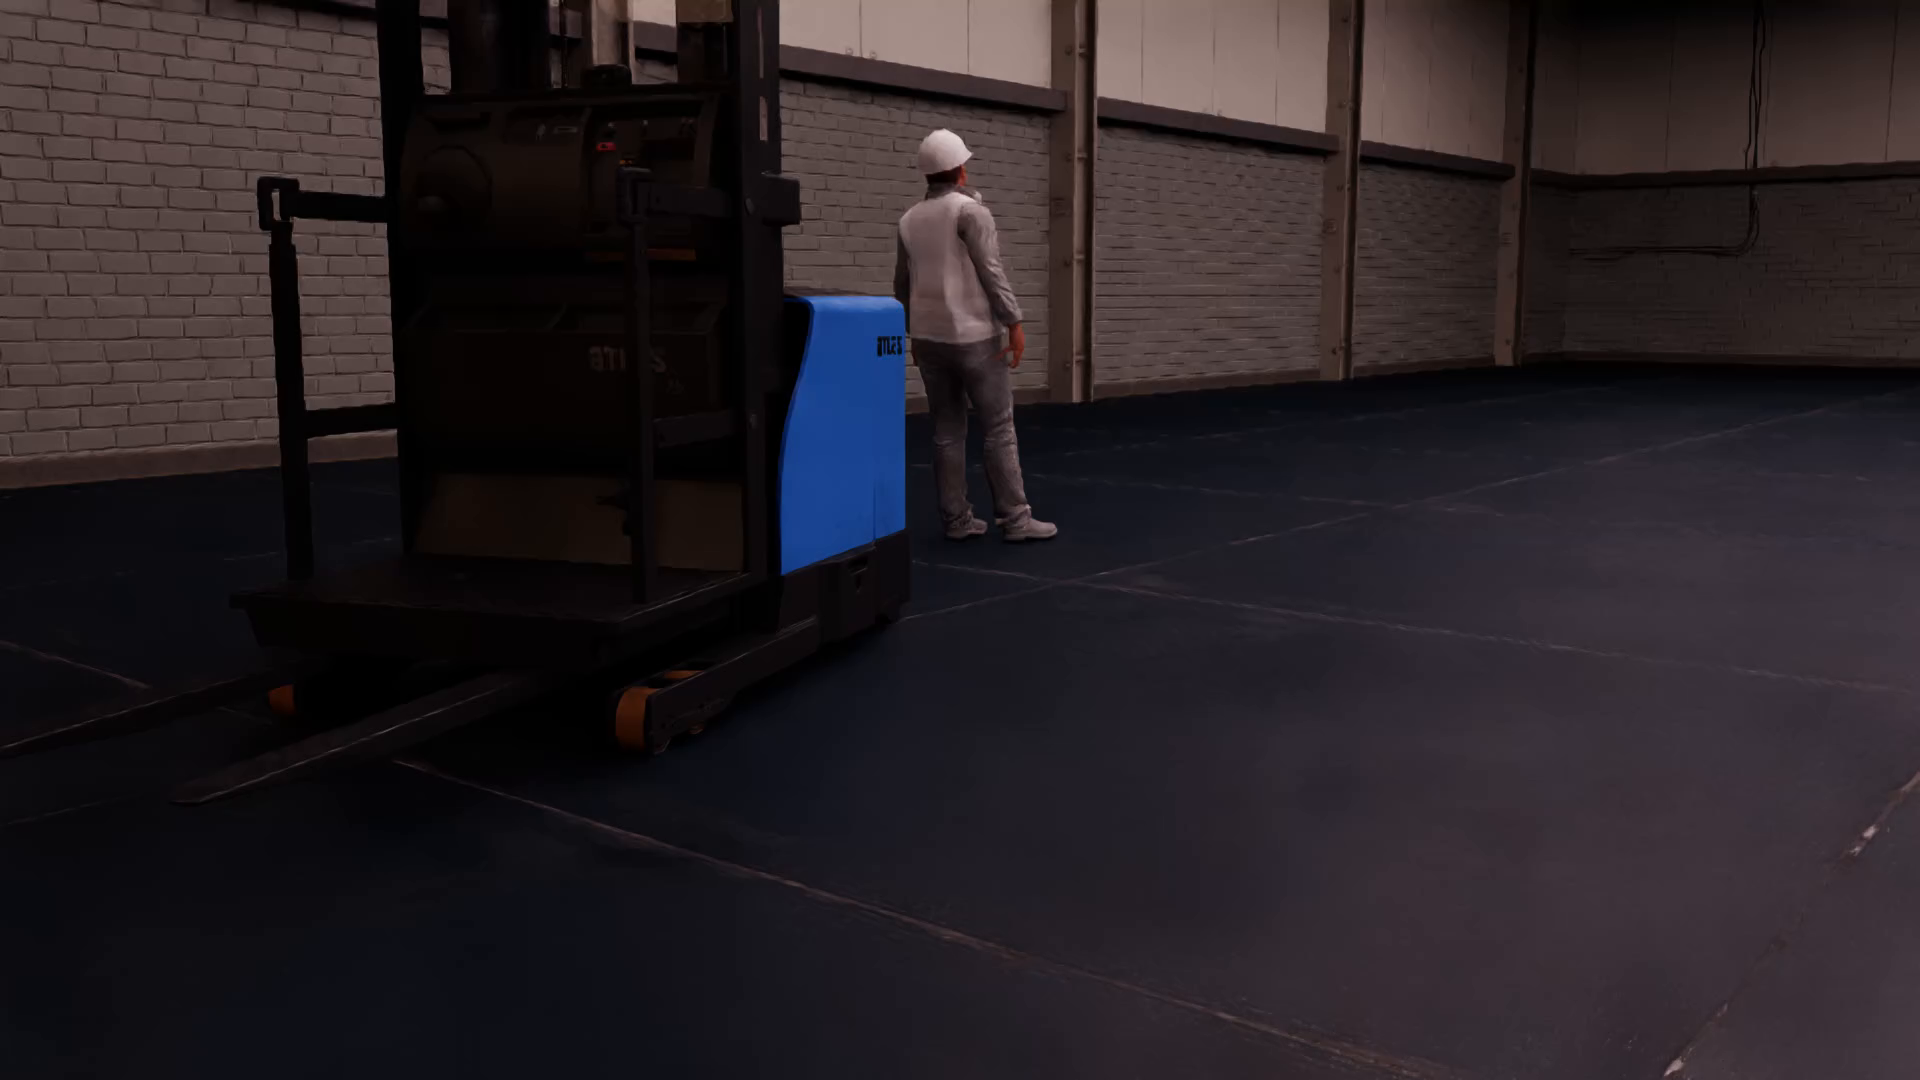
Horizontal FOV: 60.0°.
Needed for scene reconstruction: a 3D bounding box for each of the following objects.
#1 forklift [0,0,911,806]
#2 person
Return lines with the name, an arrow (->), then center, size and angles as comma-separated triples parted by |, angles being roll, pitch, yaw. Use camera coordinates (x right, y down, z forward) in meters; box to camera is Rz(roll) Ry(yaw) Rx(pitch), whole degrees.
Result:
forklift -> -1.124, -1.007, 4.163 | 1.130, 2.935, 3.031 | 3, 9, 19
person -> 0.045, -0.891, 7.319 | 0.632, 1.773, 0.567 | 7, 11, 38
